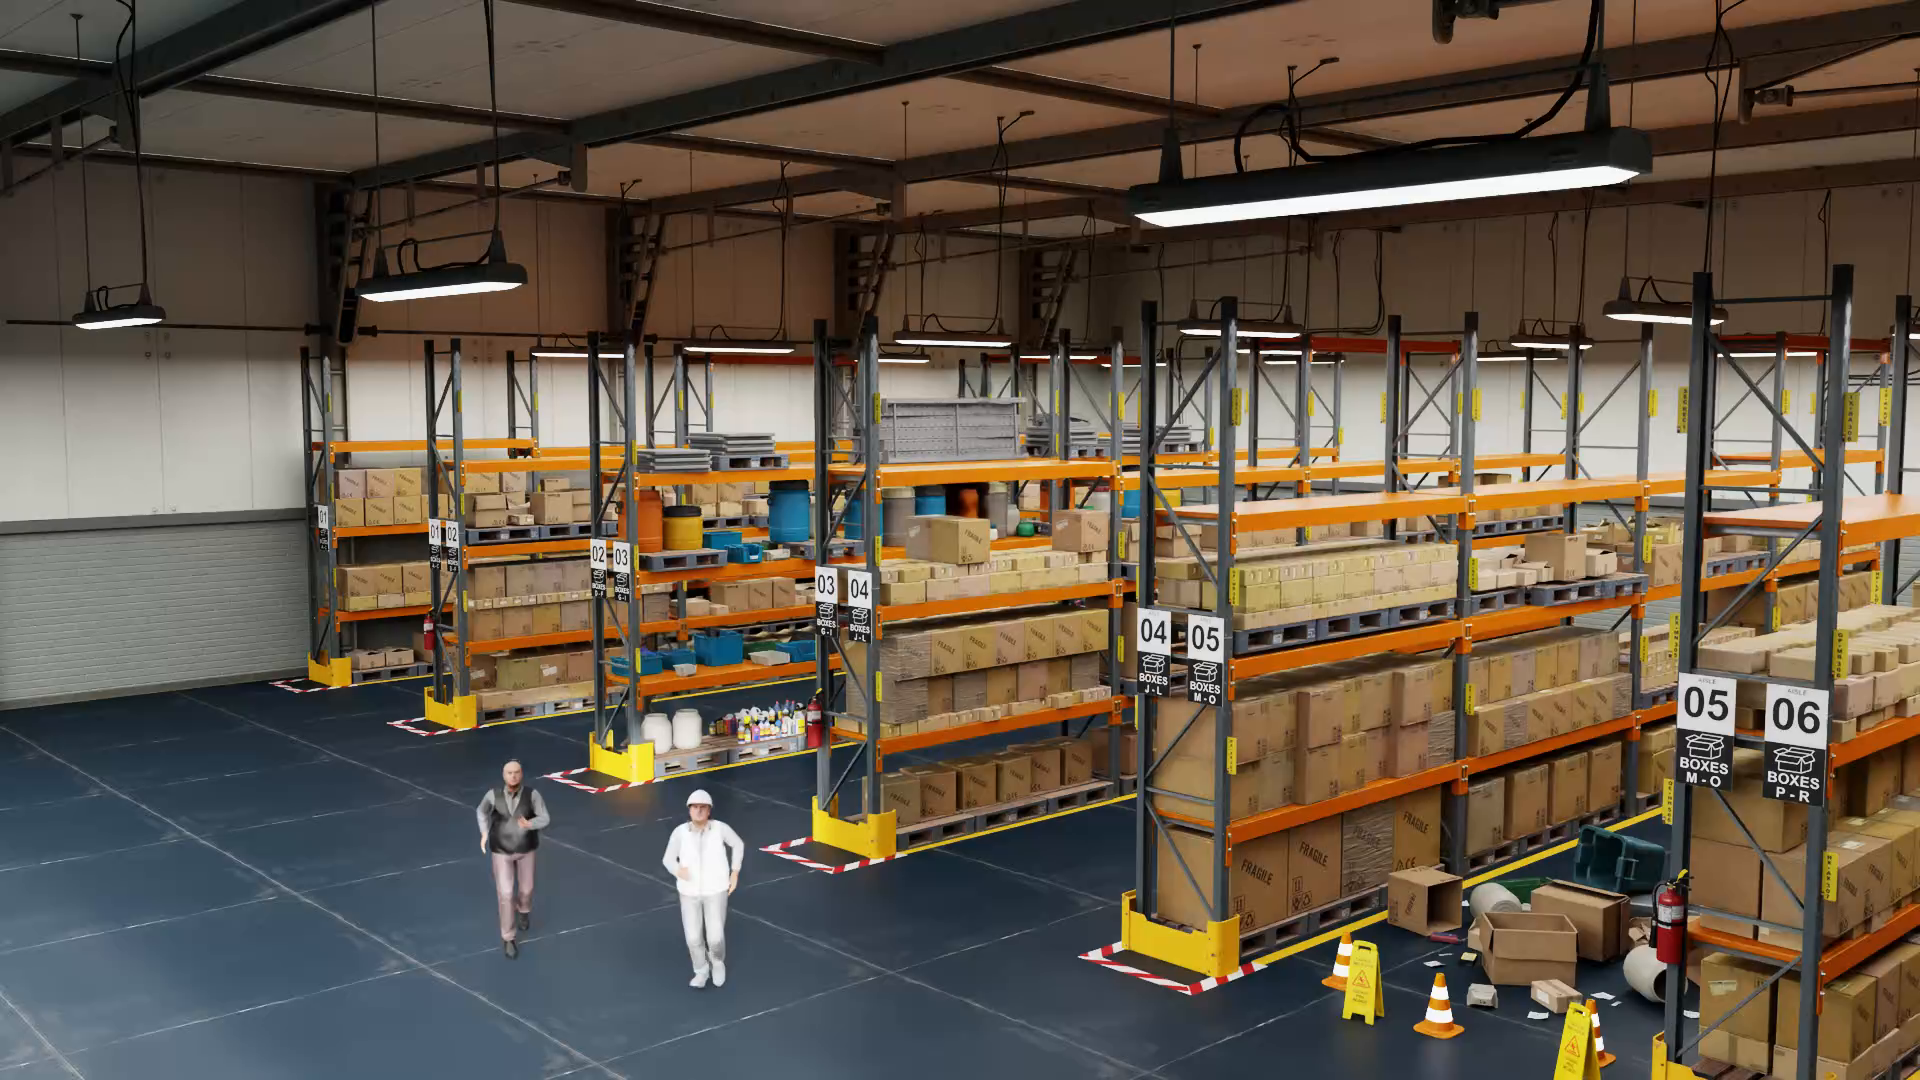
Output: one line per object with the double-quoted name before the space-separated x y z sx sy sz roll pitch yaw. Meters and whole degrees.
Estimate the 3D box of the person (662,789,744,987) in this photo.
"person" -2.216 3.024 14.303 0.680 1.750 0.633 0 5 -3

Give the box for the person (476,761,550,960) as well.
"person" -4.155 2.918 15.504 0.650 1.719 0.956 -2 5 -19

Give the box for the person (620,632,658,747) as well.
"person" -4.697 2.184 24.617 0.596 1.662 0.837 4 6 38

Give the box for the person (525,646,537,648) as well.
"person" -7.355 1.734 28.790 0.799 1.845 0.648 -5 7 -42
